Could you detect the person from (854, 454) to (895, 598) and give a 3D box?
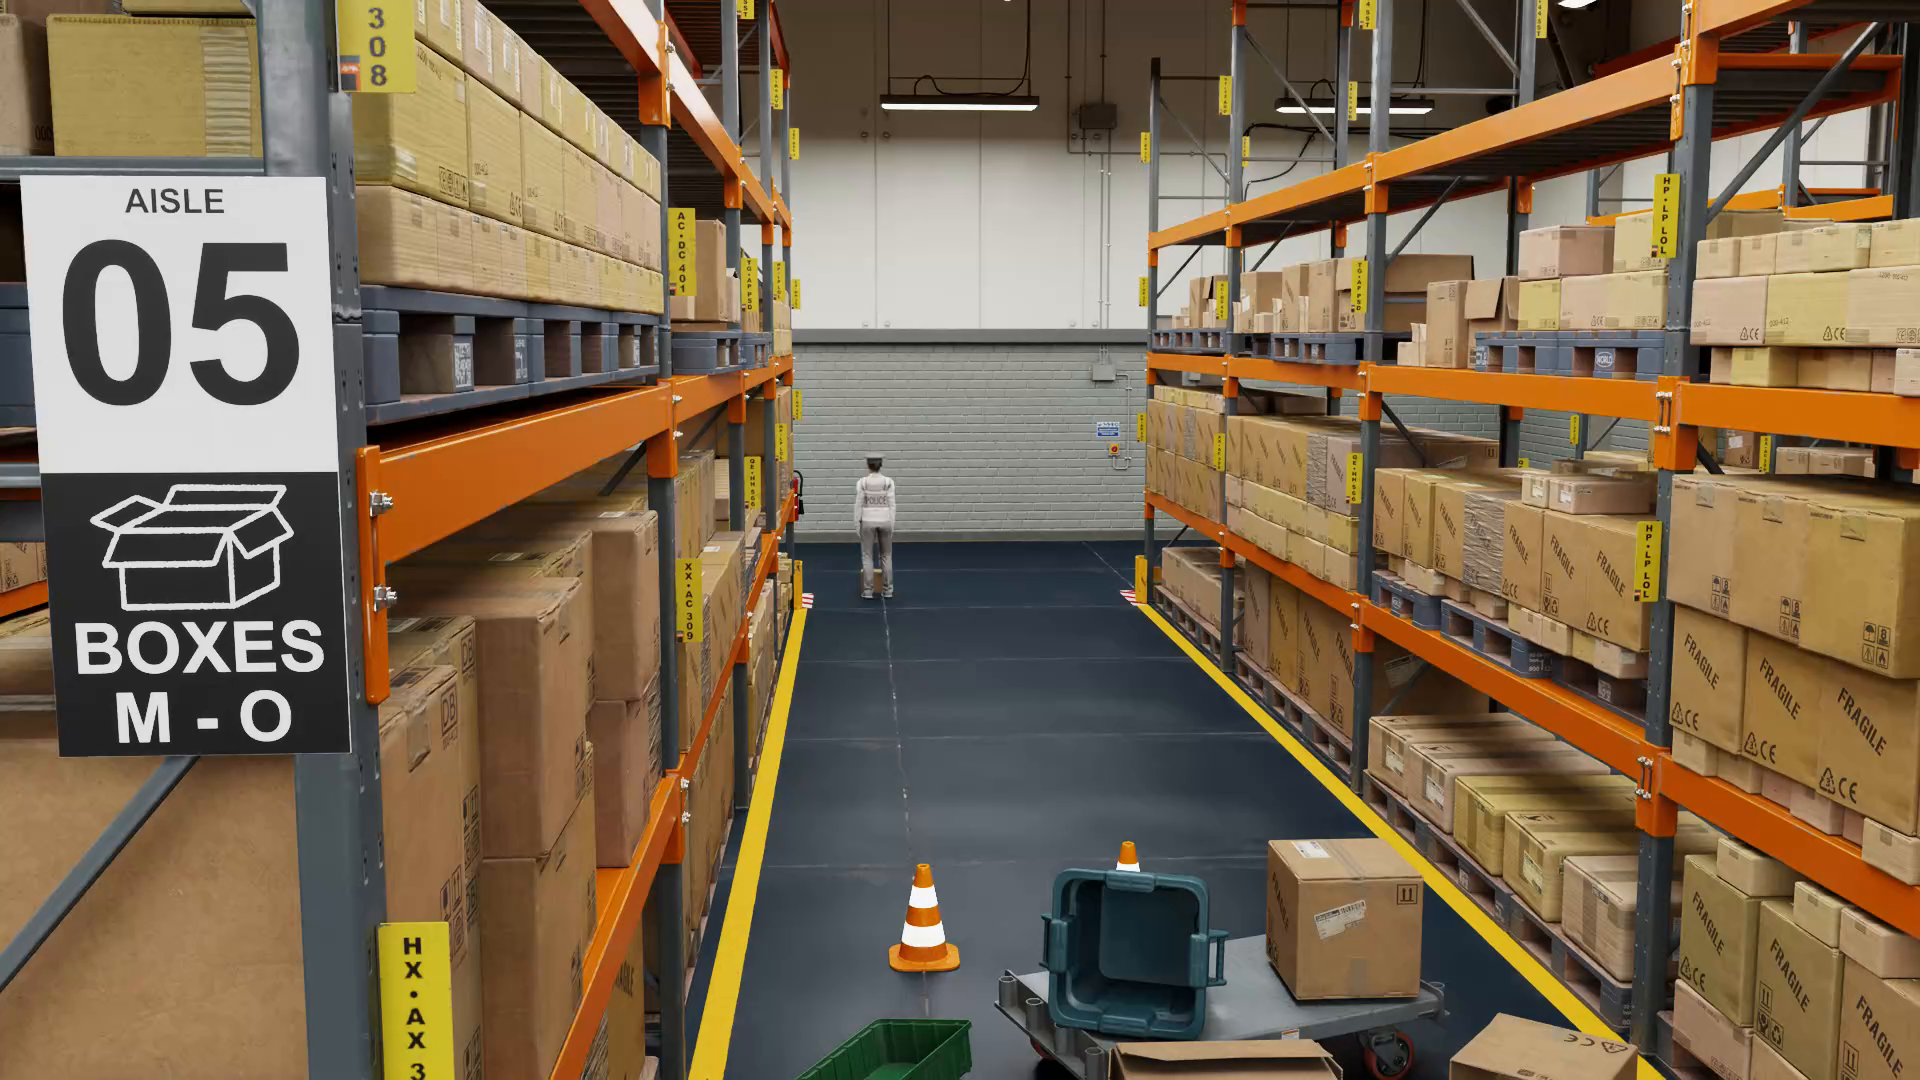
[{"bbox_3d":[-0.979,-0.159,19.070,0.469,1.662,0.328,-1,7,-8],"label":"person"}]
